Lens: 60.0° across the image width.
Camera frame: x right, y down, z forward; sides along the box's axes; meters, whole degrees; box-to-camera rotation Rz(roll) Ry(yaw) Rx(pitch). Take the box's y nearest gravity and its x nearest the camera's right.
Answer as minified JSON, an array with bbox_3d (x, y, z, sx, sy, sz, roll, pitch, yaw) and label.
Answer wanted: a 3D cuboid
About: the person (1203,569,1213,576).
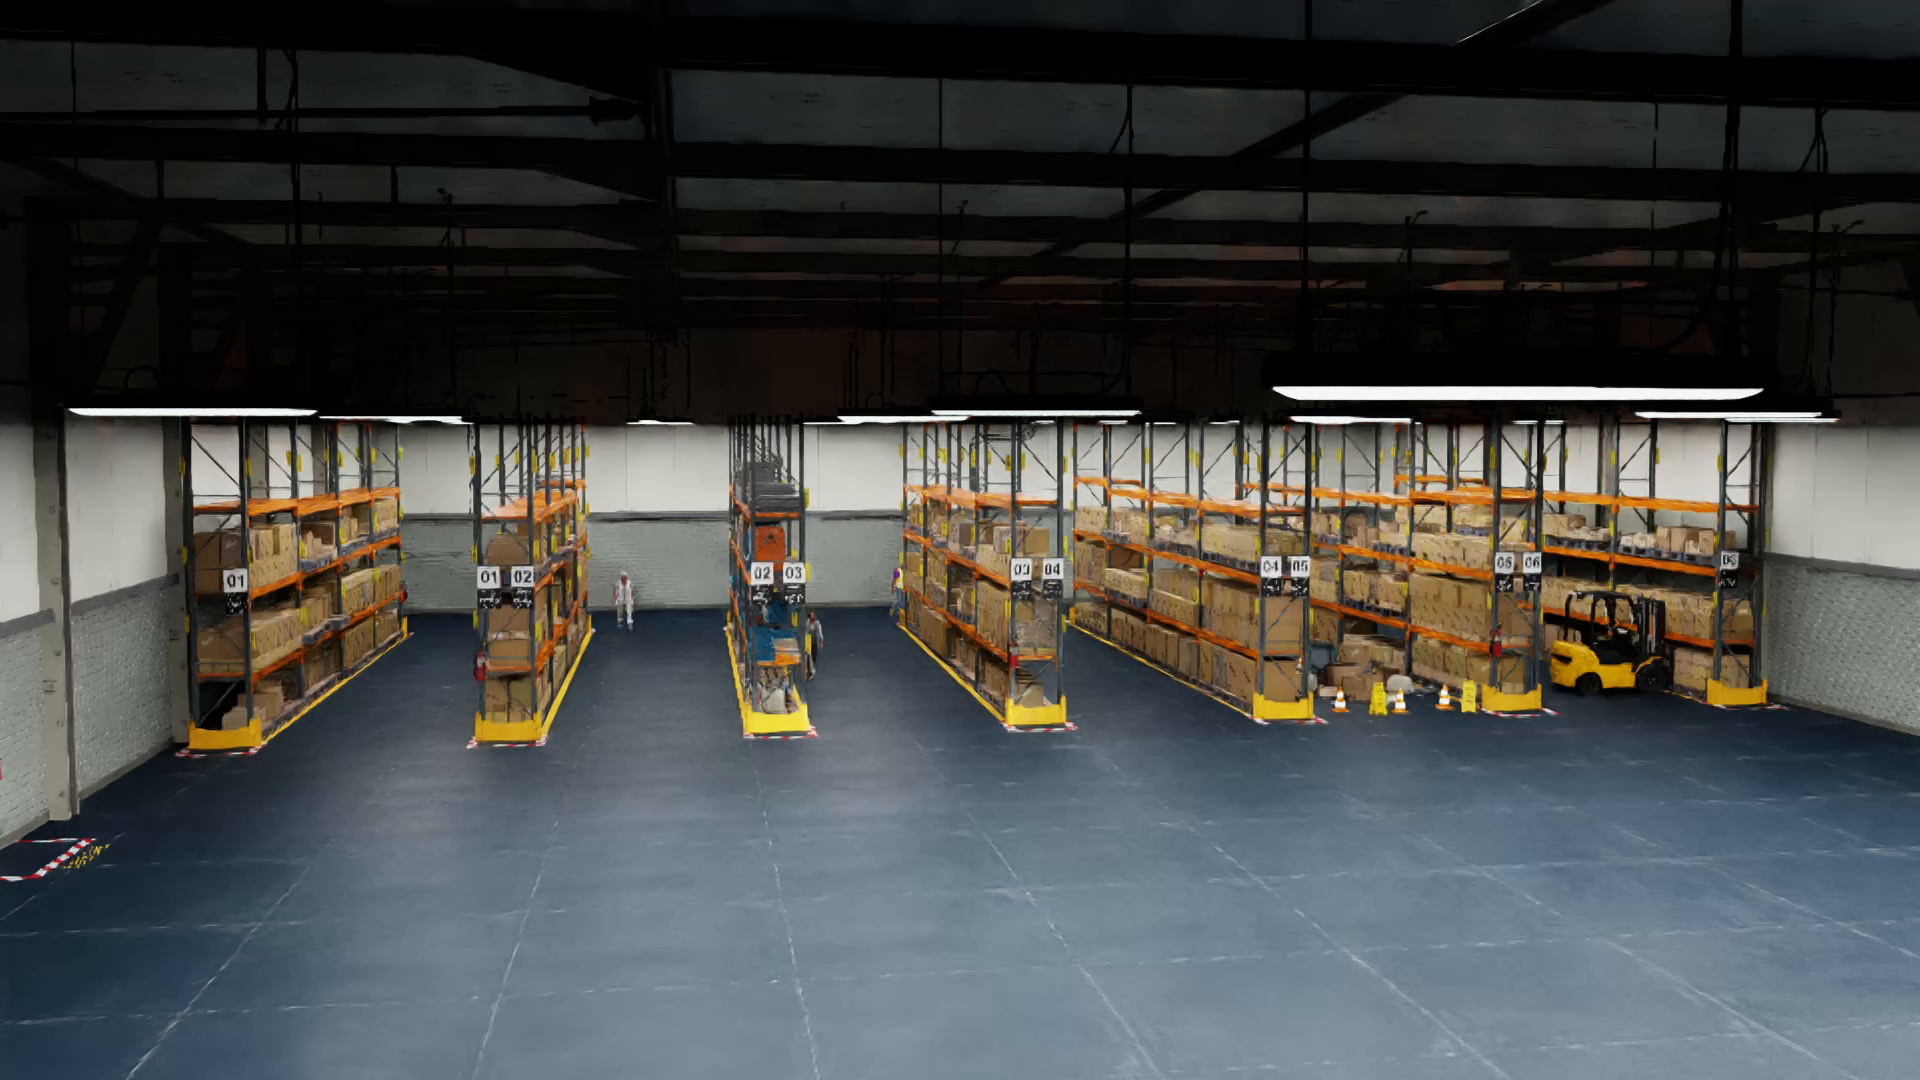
[{"bbox_3d":[7.468,1.482,50.283,0.540,1.667,0.520,-4,5,-44],"label":"person"}]

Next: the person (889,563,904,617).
[{"bbox_3d":[-1.816,1.442,50.139,0.572,1.760,0.616,4,5,44],"label":"person"}]

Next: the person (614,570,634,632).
[{"bbox_3d":[-9.385,1.690,46.470,0.549,1.712,1.098,-1,4,-17],"label":"person"}]

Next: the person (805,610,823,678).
[{"bbox_3d":[-3.363,2.355,38.080,0.430,1.539,0.949,-1,4,-11],"label":"person"}]
